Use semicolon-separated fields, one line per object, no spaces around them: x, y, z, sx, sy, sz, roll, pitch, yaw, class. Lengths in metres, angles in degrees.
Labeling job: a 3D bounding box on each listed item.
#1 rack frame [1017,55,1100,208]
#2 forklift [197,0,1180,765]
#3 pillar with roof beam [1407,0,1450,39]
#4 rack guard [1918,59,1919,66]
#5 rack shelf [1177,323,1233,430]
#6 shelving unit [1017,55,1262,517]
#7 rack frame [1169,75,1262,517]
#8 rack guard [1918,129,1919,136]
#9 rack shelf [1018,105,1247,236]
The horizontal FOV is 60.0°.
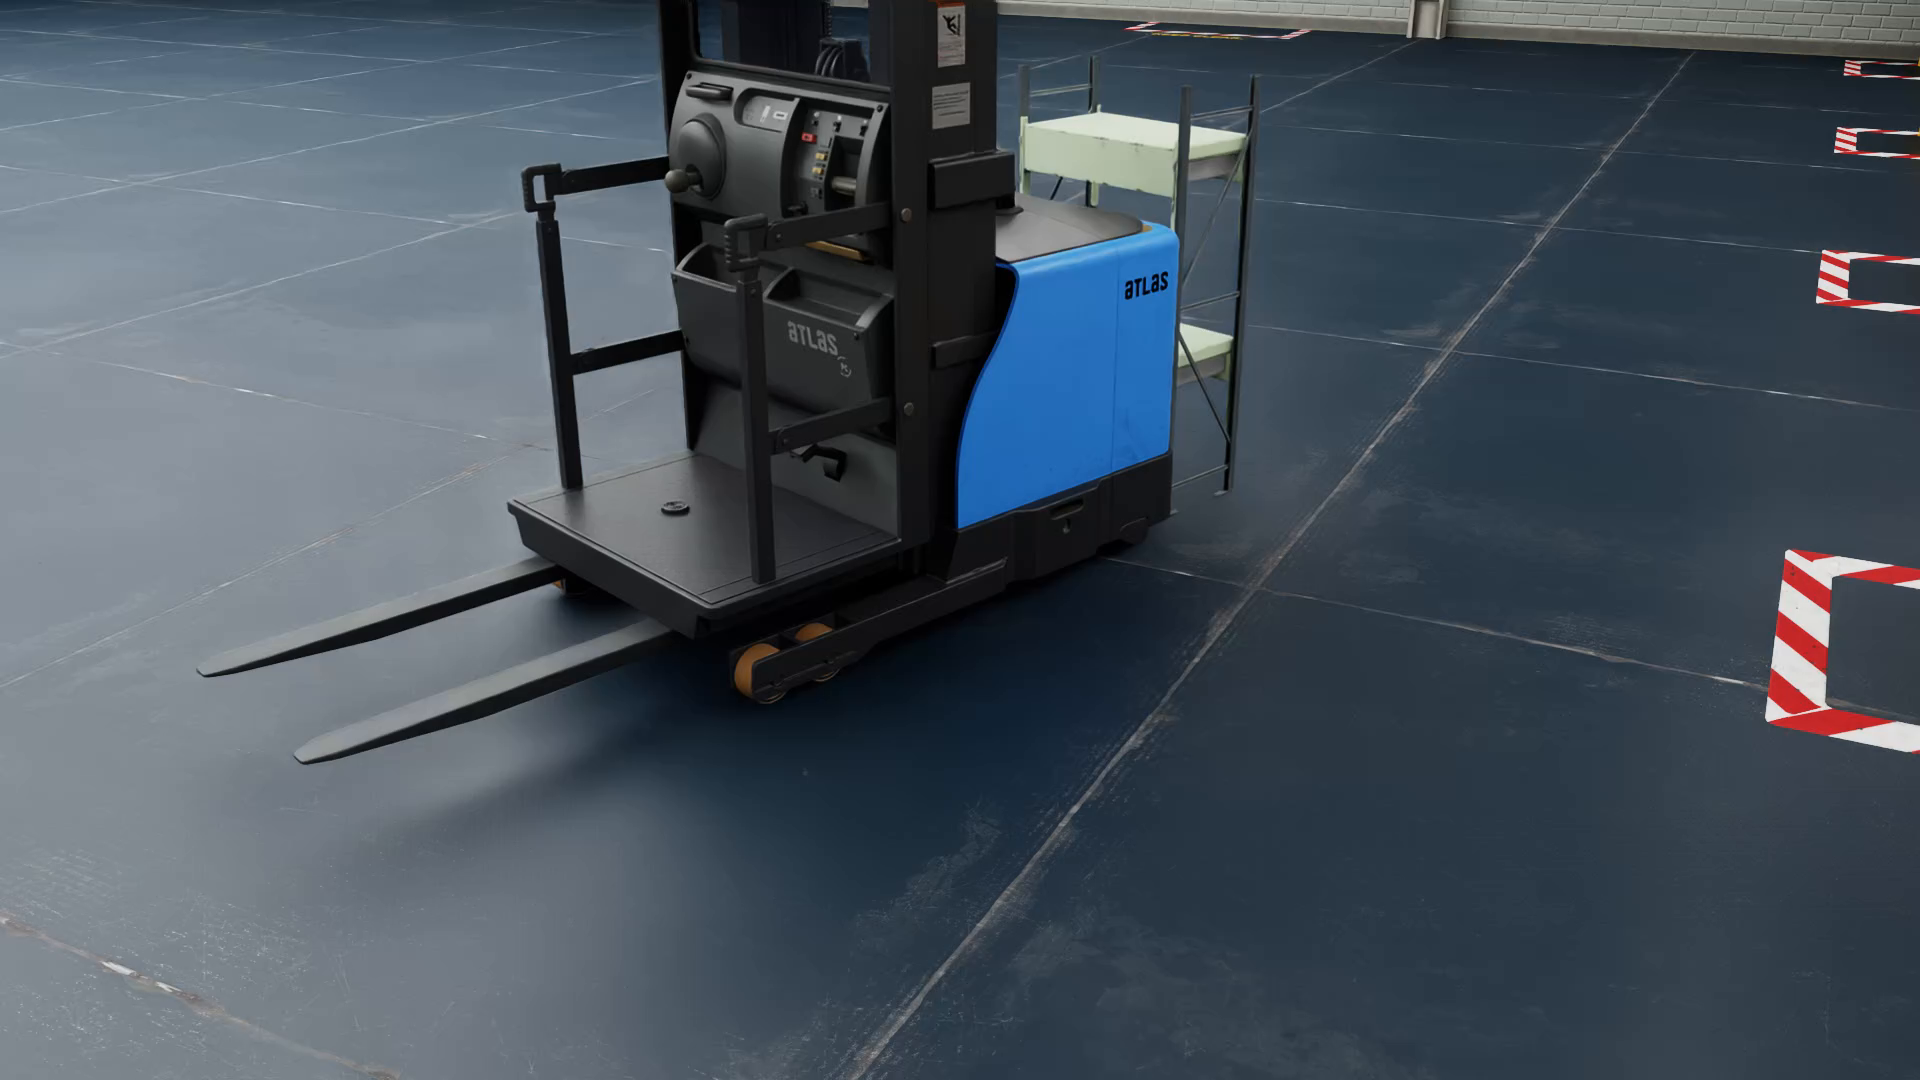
0.359;-1.029;6.252;0.400;1.500;0.023;-20;30;-39;rack frame
-0.686;-1.117;4.632;3.031;2.935;1.130;-20;30;-39;forklift
3.643;-8.666;14.628;0.400;9.000;9.100;11;25;25;pillar with roof beam
9.992;-5.007;16.884;0.348;0.500;1.175;11;25;25;rack guard
0.611;-0.625;6.135;0.431;0.370;0.720;-20;30;-39;rack shelf
0.611;-0.925;6.008;0.431;1.500;0.755;-20;30;-39;shelving unit
0.863;-0.821;5.763;0.400;1.500;0.023;-20;30;-39;rack frame
7.671;-3.294;12.856;0.348;0.500;1.175;11;25;25;rack guard
0.611;-1.284;5.855;0.431;0.370;0.720;-20;30;-39;rack shelf
